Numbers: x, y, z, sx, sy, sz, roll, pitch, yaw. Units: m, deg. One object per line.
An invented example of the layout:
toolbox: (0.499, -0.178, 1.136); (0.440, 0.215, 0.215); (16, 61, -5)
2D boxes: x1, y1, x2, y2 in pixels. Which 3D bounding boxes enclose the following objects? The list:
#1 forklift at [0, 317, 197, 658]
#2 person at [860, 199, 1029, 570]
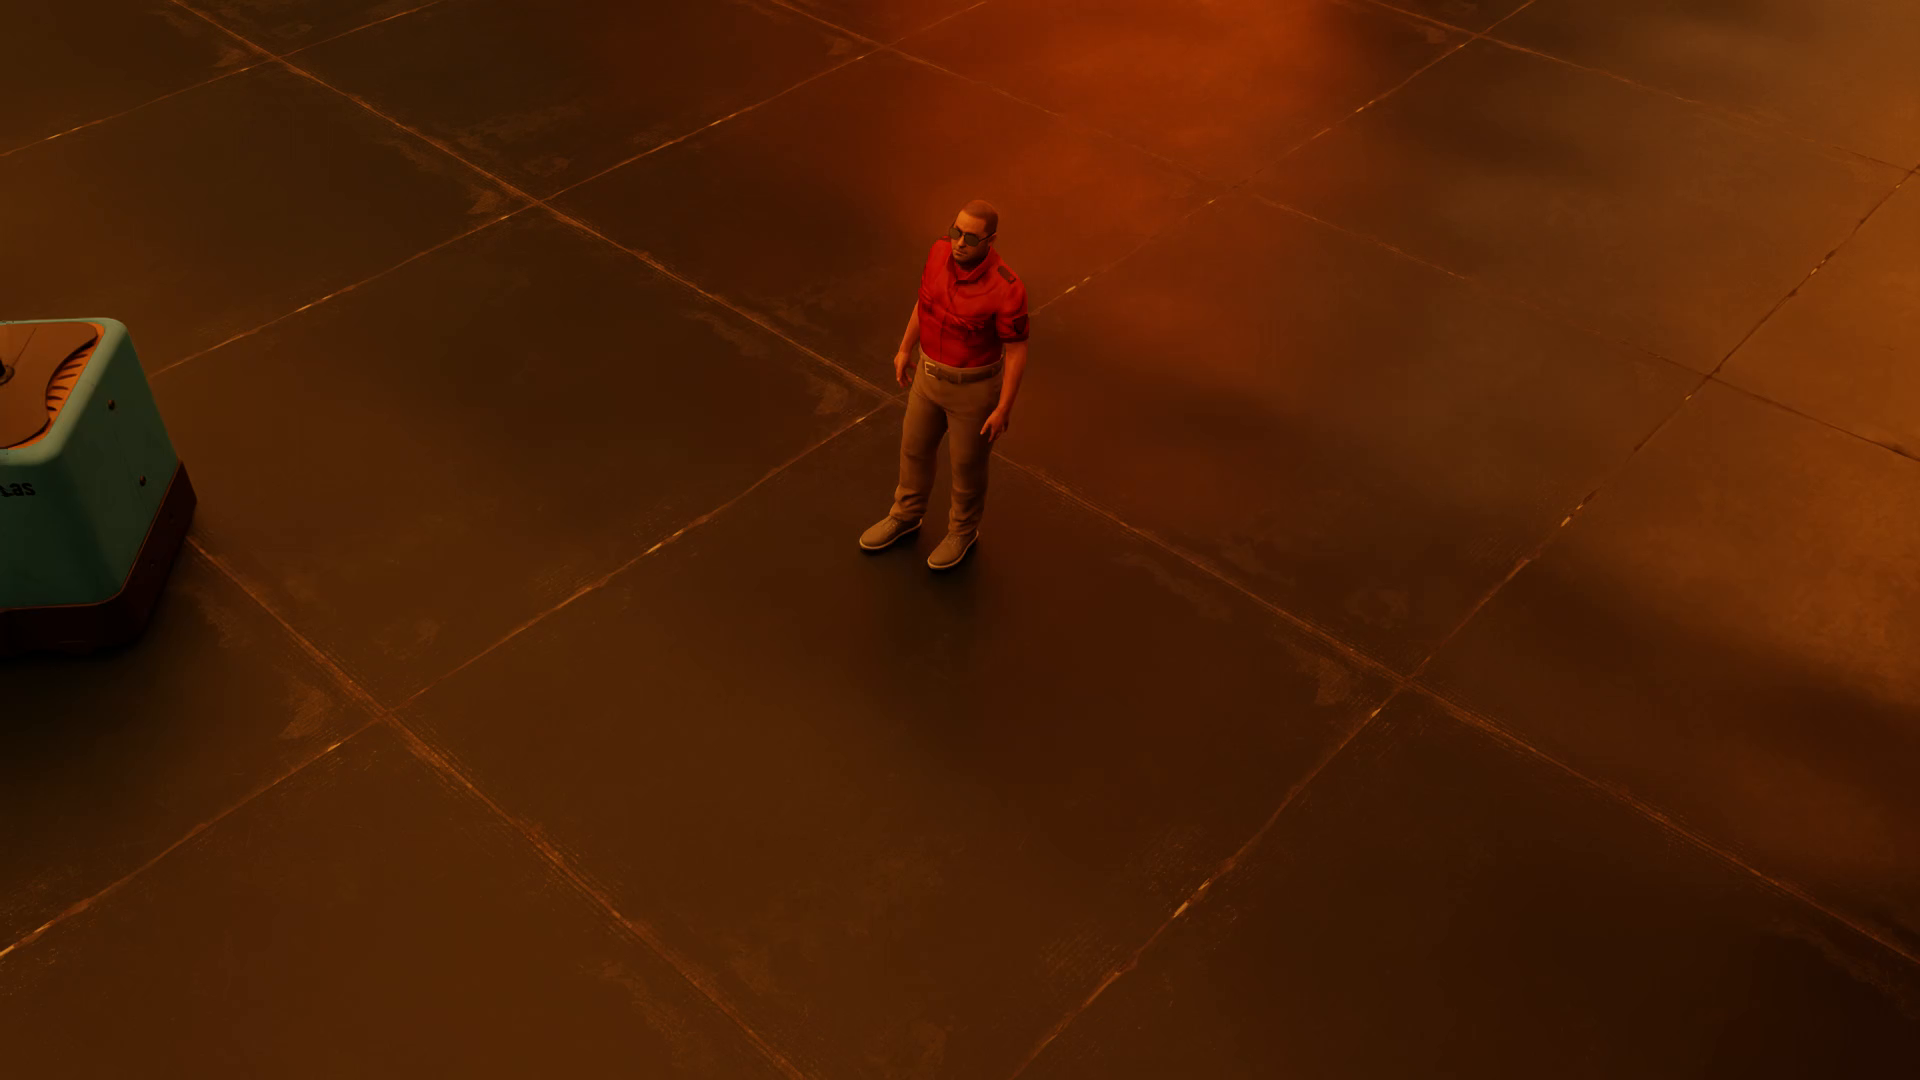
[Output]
forklift: (-5.043, -0.877, 6.451); (3.031, 2.935, 1.130); (-3, 41, -3)
person: (-0.071, -0.625, 7.068); (0.637, 1.728, 0.550); (31, 49, 31)
